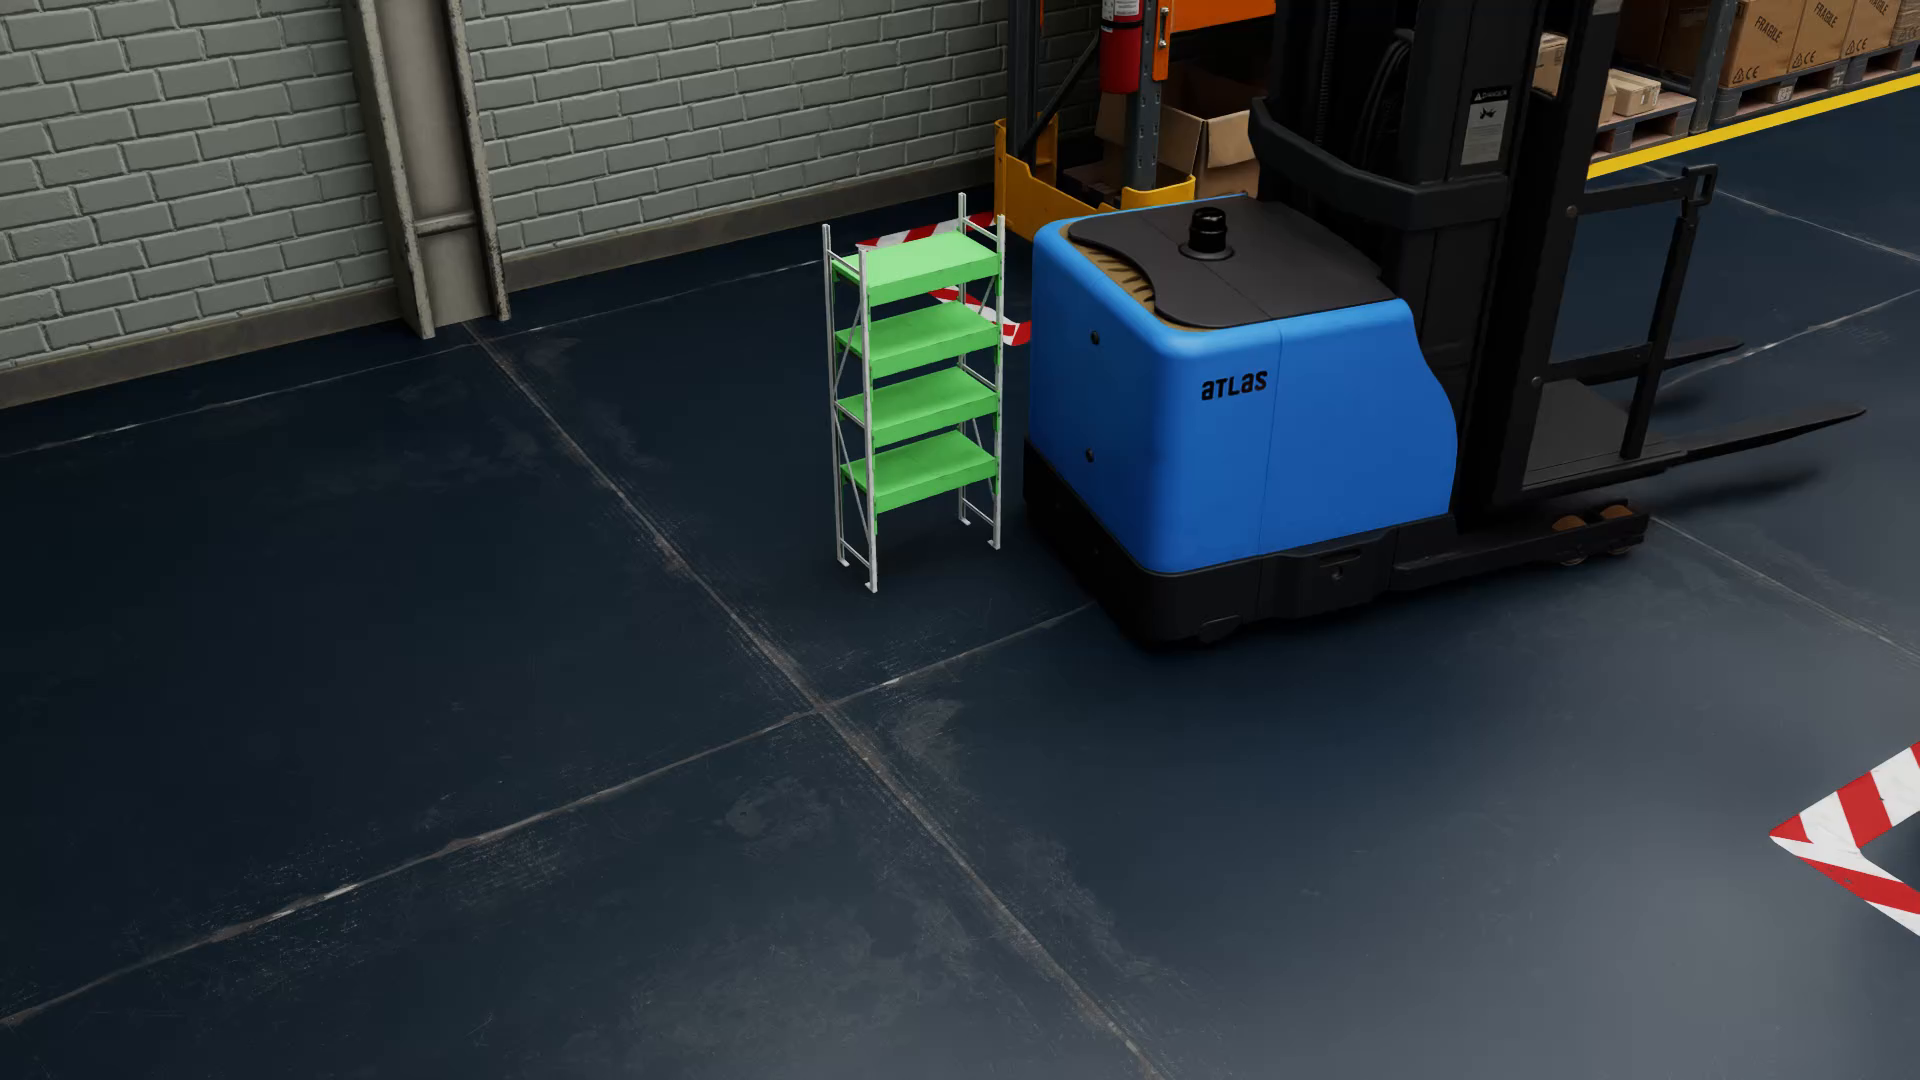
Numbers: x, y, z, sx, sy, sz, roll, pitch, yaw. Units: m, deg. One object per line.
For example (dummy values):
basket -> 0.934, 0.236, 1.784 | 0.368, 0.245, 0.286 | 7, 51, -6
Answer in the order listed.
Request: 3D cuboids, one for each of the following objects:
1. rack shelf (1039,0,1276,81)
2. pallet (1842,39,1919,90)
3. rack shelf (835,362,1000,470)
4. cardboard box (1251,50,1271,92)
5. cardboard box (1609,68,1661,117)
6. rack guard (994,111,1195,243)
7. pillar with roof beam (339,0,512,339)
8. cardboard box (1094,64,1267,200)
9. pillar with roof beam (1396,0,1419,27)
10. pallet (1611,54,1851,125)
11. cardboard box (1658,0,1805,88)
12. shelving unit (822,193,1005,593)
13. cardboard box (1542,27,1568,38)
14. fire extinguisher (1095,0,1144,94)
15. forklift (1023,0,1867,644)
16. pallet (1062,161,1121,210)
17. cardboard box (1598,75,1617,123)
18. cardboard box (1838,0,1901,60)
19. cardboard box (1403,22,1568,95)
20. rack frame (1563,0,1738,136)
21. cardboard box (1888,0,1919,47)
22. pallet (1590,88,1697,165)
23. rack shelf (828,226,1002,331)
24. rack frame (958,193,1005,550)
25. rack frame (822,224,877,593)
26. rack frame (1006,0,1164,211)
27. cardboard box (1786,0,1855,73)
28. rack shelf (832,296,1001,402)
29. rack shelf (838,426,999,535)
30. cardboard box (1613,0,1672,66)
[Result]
rack shelf -> 2.221, -2.900, 8.211 | 4.000, 0.370, 1.077 | -19, 37, -27
pallet -> 5.592, -3.210, 10.641 | 1.213, 0.211, 1.003 | -19, 37, -27
rack shelf -> -0.139, -0.406, 5.388 | 0.480, 0.148, 0.258 | -19, 37, -27
cardboard box -> 1.845, -2.111, 8.234 | 0.500, 0.500, 0.700 | -17, 36, -25
cardboard box -> 3.593, -2.462, 9.120 | 0.250, 0.149, 0.380 | -20, 37, -29
rack guard -> 0.604, -1.591, 7.804 | 0.348, 0.500, 1.175 | -19, 37, -27
pillar with roof beam -> 0.118, -2.858, 1.846 | 0.400, 9.000, 9.100 | -19, 37, -27
cardboard box -> 1.106, -1.883, 7.869 | 0.637, 0.503, 0.797 | -21, 38, -29
pillar with roof beam -> 5.161, -4.593, 4.596 | 0.400, 9.000, 9.100 | -19, 37, -27
pallet -> 4.565, -2.855, 10.079 | 1.213, 0.211, 1.003 | -19, 37, -27
cardboard box -> 4.431, -2.942, 9.552 | 0.500, 0.500, 0.500 | -17, 36, -25
shelving unit -> -0.139, -0.460, 5.354 | 0.503, 1.200, 0.258 | -19, 37, -27
cardboard box -> 3.219, -2.738, 9.406 | 0.500, 0.311, 0.500 | -18, 36, -26
fire extinguisher -> 0.667, -2.186, 6.826 | 0.183, 0.674, 0.296 | -19, 37, -27
forklift -> 1.793, -1.403, 5.227 | 3.031, 2.935, 1.130 | -12, 34, -18
pallet -> 1.274, -1.700, 8.247 | 1.213, 0.211, 1.003 | -19, 37, -27
cardboard box -> 3.293, -2.408, 8.925 | 0.258, 0.266, 0.396 | -18, 36, -26
cardboard box -> 5.295, -3.243, 10.028 | 0.500, 0.500, 0.500 | -20, 37, -29
cardboard box -> 2.718, -2.411, 8.710 | 0.500, 0.500, 0.700 | -20, 38, -29
rack frame -> 3.902, -3.783, 8.935 | 0.127, 3.000, 1.000 | -19, 37, -27
cardboard box -> 5.734, -3.390, 10.262 | 0.500, 0.500, 0.500 | -20, 38, -29
pallet -> 3.324, -2.405, 9.365 | 1.213, 0.211, 1.003 | -19, 37, -27
rack shelf -> -0.139, -0.812, 5.132 | 0.480, 0.148, 0.258 | -19, 37, -27
rack frame -> 0.066, -0.530, 5.466 | 0.015, 1.200, 0.240 | -19, 37, -27
rack frame -> -0.344, -0.389, 5.242 | 0.015, 1.200, 0.240 | -19, 37, -27
rack frame -> 0.540, -2.627, 7.102 | 0.127, 3.000, 1.000 | -19, 37, -27
cardboard box -> 4.873, -3.100, 9.803 | 0.500, 0.500, 0.500 | -19, 37, -28
rack shelf -> -0.139, -0.609, 5.260 | 0.480, 0.148, 0.258 | -19, 37, -27
rack shelf -> -0.139, -0.203, 5.516 | 0.480, 0.148, 0.258 | -19, 37, -27
cardboard box -> 4.155, -3.178, 9.925 | 0.500, 0.500, 0.500 | -19, 37, -27
